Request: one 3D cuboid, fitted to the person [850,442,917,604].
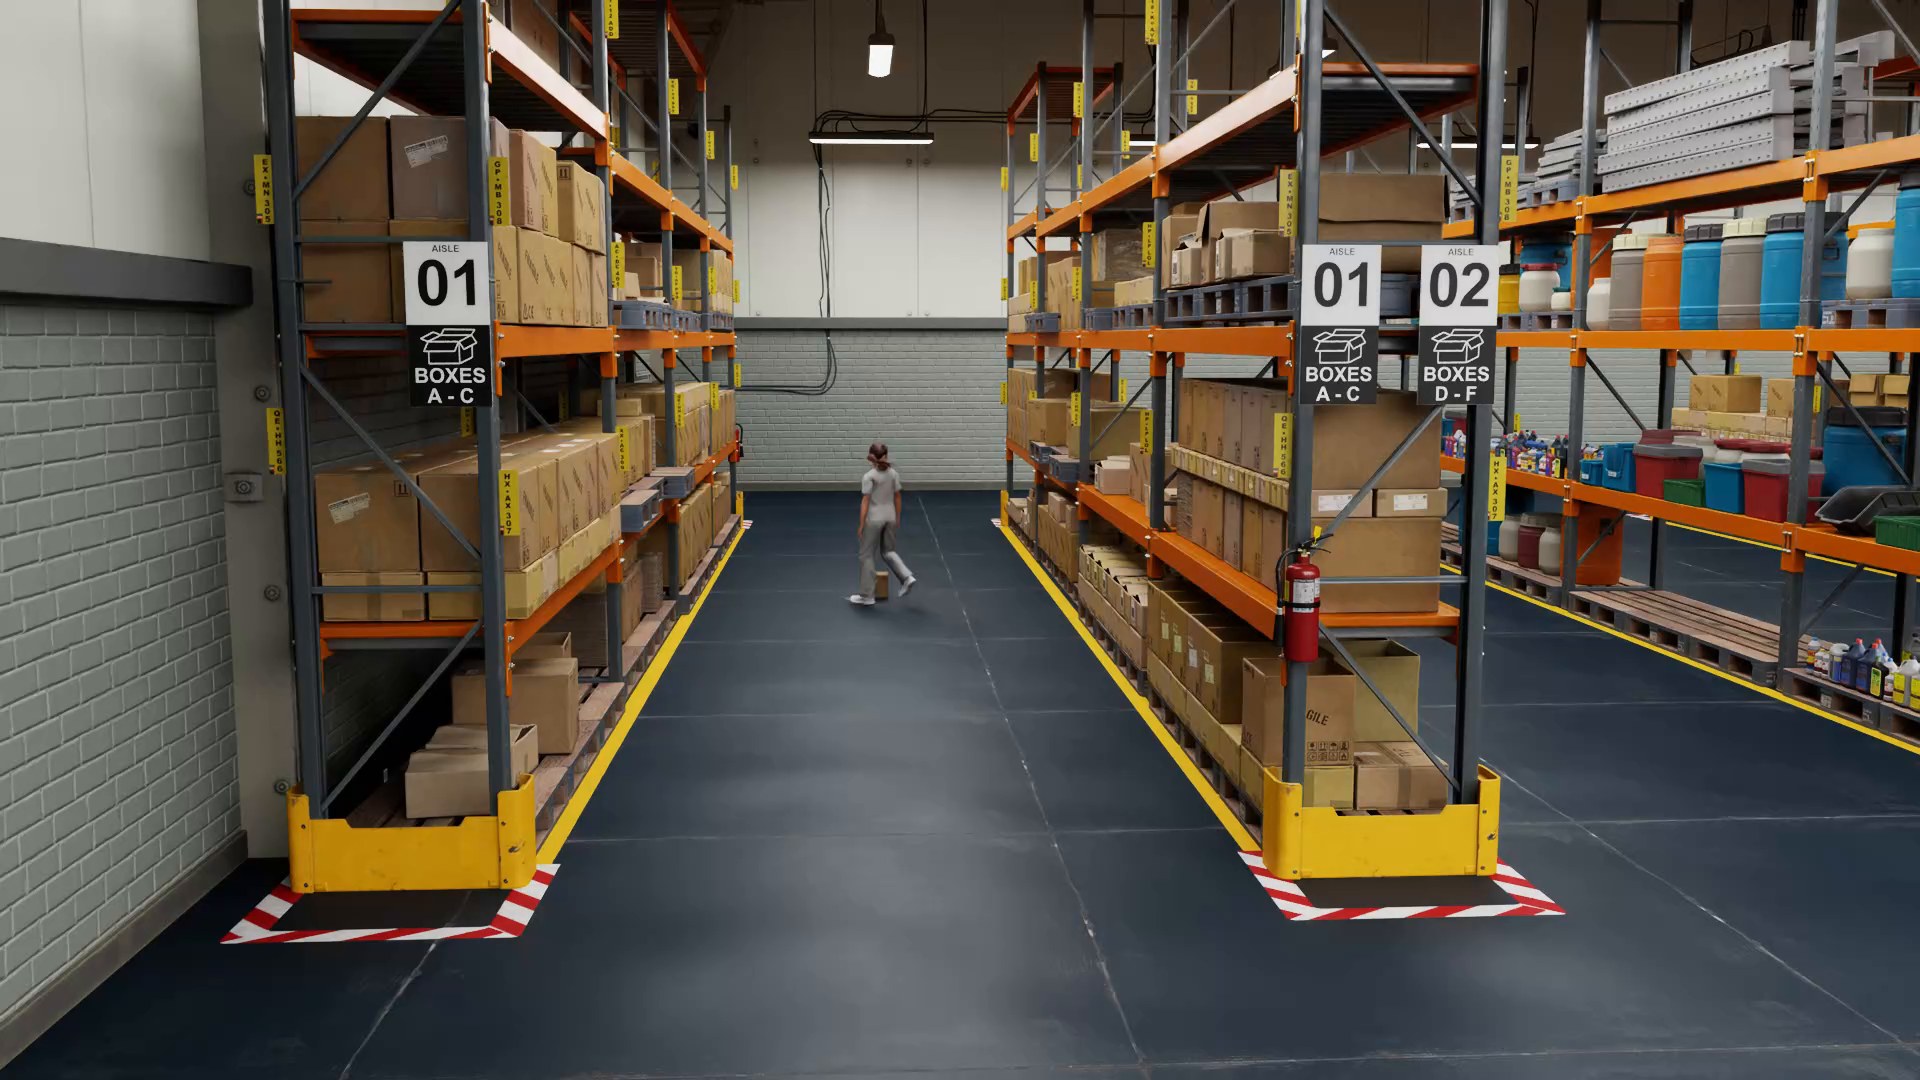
[{"bbox_3d":[-0.798,-0.165,17.013,0.480,1.667,0.675,-6,9,-39],"label":"person"}]
